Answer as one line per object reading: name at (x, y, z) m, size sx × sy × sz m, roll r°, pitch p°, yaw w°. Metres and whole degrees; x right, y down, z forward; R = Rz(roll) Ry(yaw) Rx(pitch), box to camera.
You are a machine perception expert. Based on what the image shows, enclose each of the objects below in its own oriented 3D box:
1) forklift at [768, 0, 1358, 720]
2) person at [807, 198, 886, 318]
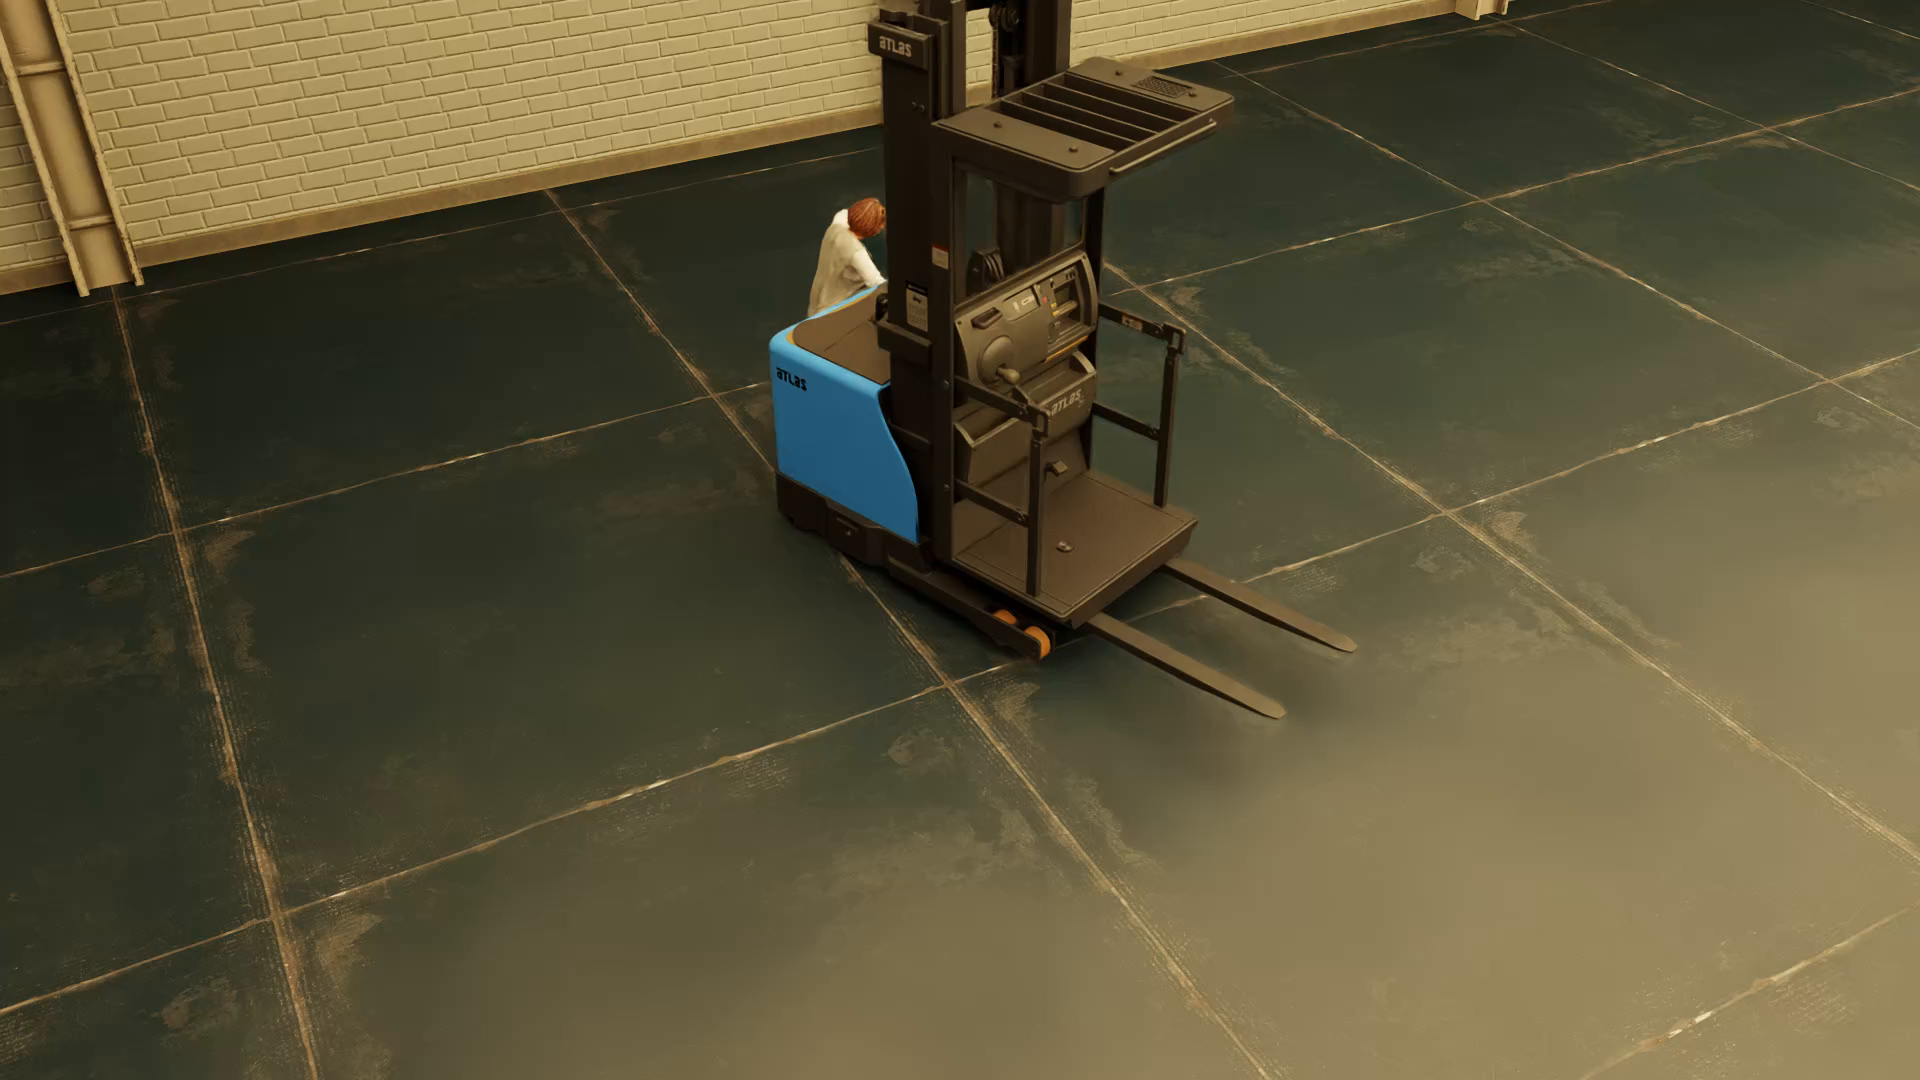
forklift at (0.469, -0.966, 7.490) m, size 3.031 × 2.935 × 1.130 m, roll 27°, pitch 43°, yaw 33°
person at (-0.494, -1.260, 9.295) m, size 0.723 × 1.332 × 1.309 m, roll -14°, pitch 38°, yaw -19°
